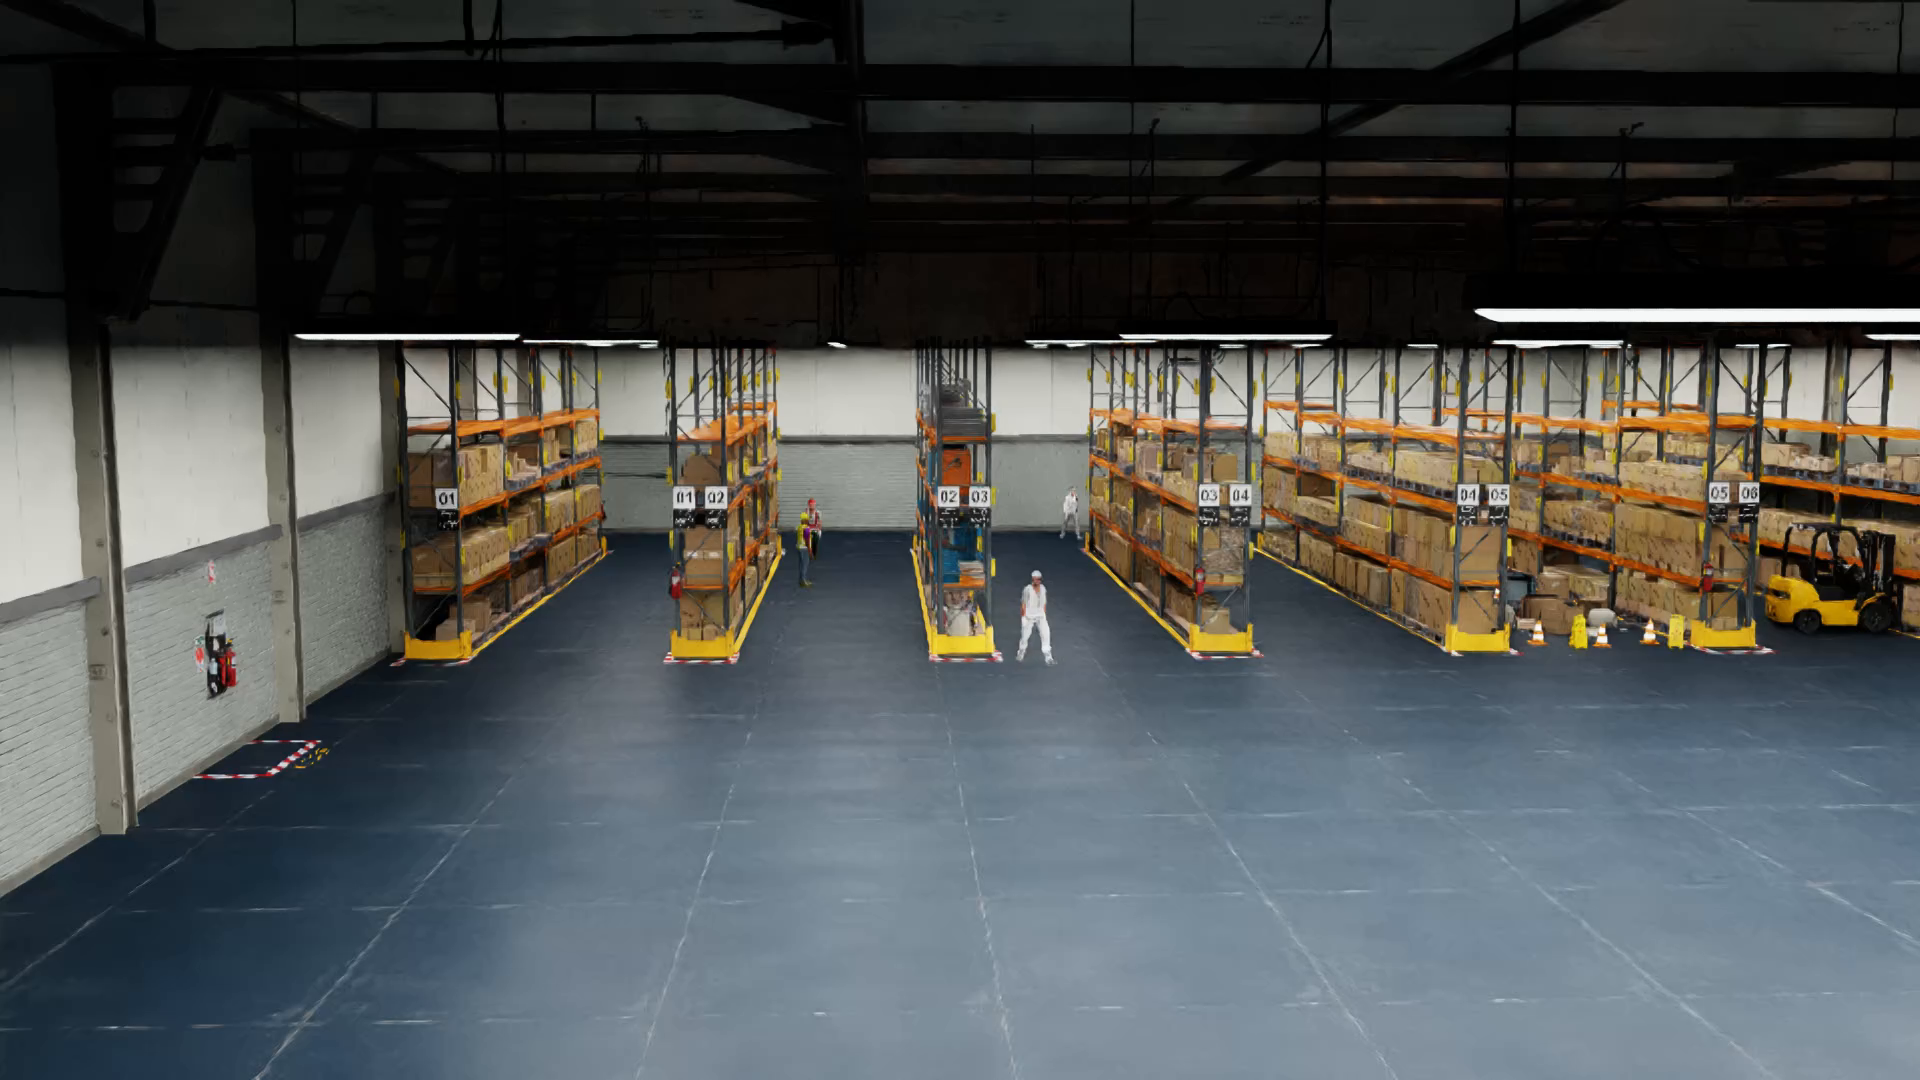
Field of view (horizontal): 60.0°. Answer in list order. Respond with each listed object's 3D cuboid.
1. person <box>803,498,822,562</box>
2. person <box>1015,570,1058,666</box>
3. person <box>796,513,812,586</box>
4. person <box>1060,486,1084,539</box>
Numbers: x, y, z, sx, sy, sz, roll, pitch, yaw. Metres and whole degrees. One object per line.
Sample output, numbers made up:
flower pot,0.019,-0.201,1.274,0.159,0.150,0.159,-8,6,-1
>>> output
person,-4.036,-0.286,45.314,0.550,1.709,1.128,-1,7,-5
person,1.381,1.414,30.429,0.596,1.746,0.969,-3,7,-25
person,-3.780,0.217,40.604,0.396,1.767,0.663,-3,7,-27
person,3.392,-0.836,50.670,0.530,1.625,0.933,-3,7,-25
